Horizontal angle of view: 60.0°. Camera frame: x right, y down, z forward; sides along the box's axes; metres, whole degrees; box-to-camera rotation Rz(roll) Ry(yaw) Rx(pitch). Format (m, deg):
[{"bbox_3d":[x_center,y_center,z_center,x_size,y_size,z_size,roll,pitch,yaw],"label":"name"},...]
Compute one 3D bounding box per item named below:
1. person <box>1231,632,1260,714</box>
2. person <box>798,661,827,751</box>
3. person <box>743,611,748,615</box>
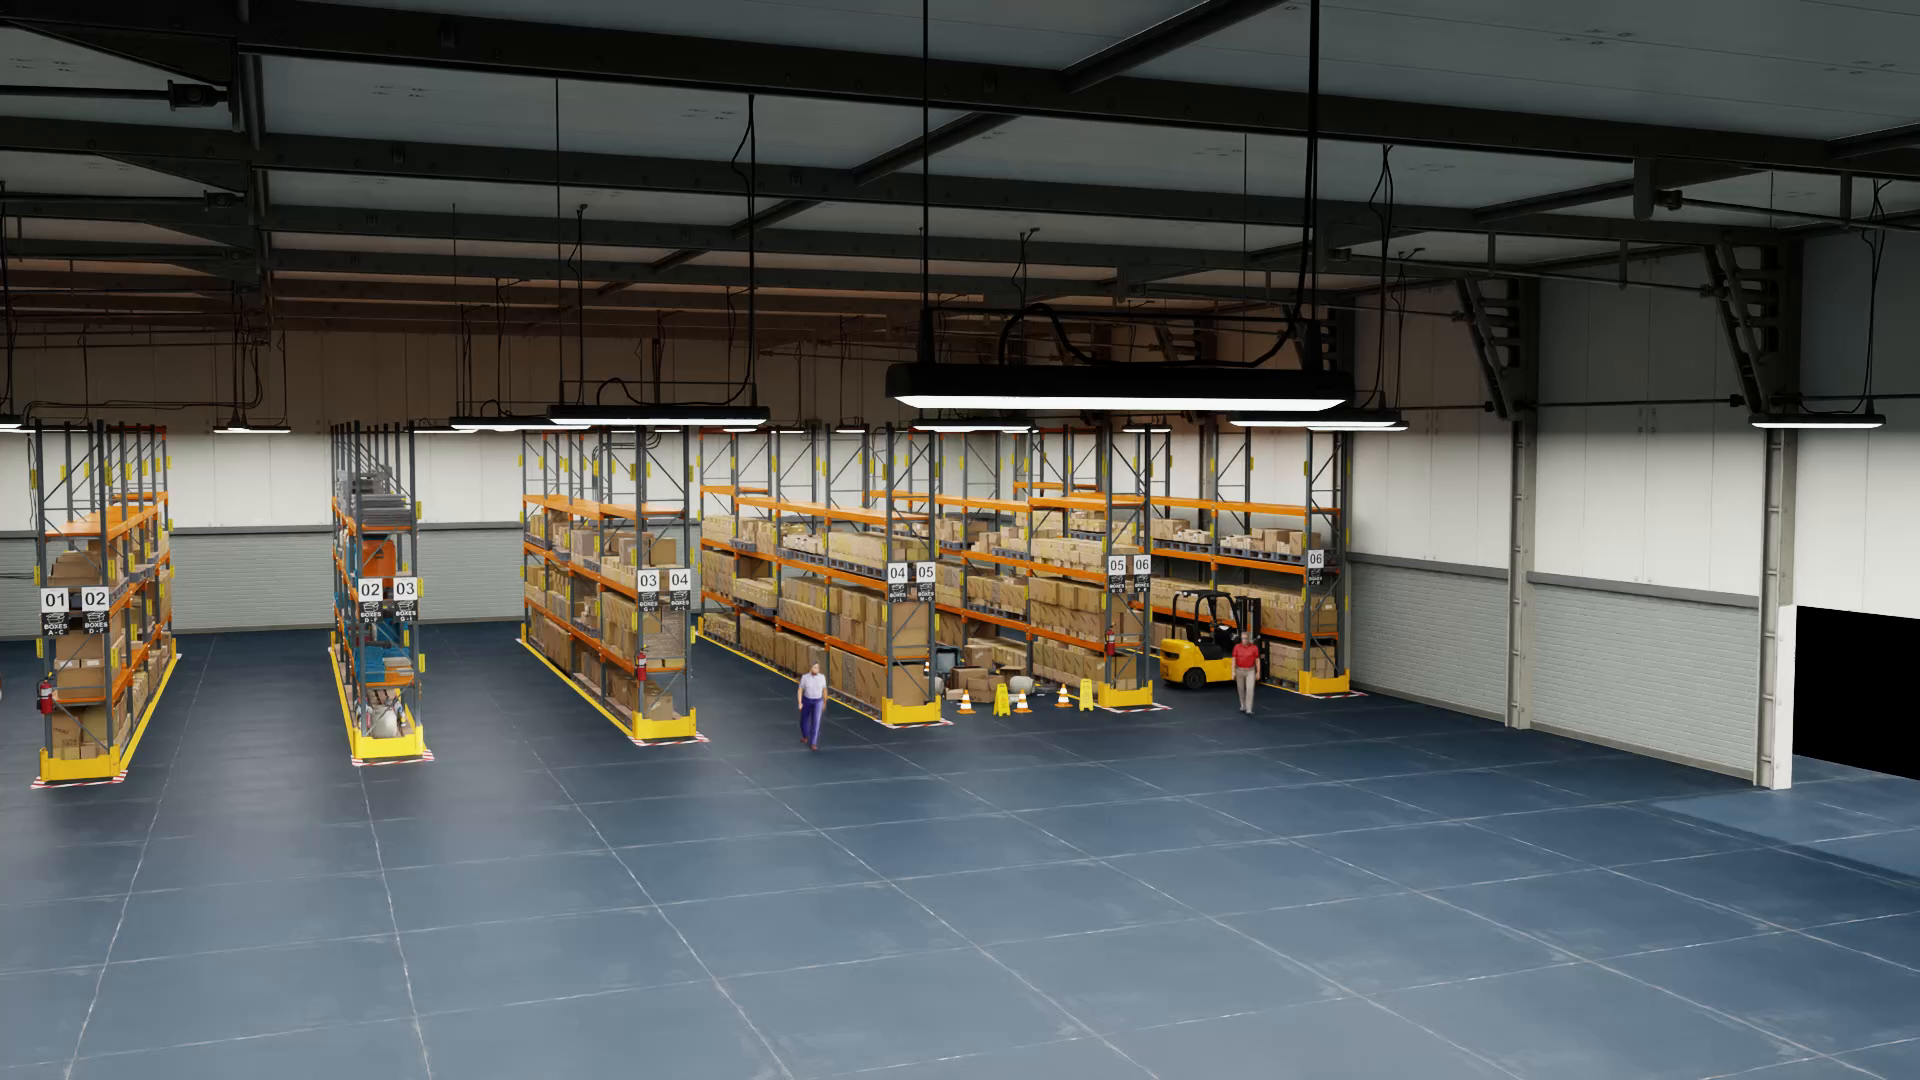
[{"bbox_3d":[5.849,2.731,34.173,0.566,1.668,1.061,1,4,21],"label":"person"},{"bbox_3d":[-2.704,3.014,30.507,0.556,1.604,0.940,-1,4,-12],"label":"person"},{"bbox_3d":[-6.427,1.650,51.850,0.822,1.644,0.480,1,4,16],"label":"person"}]
